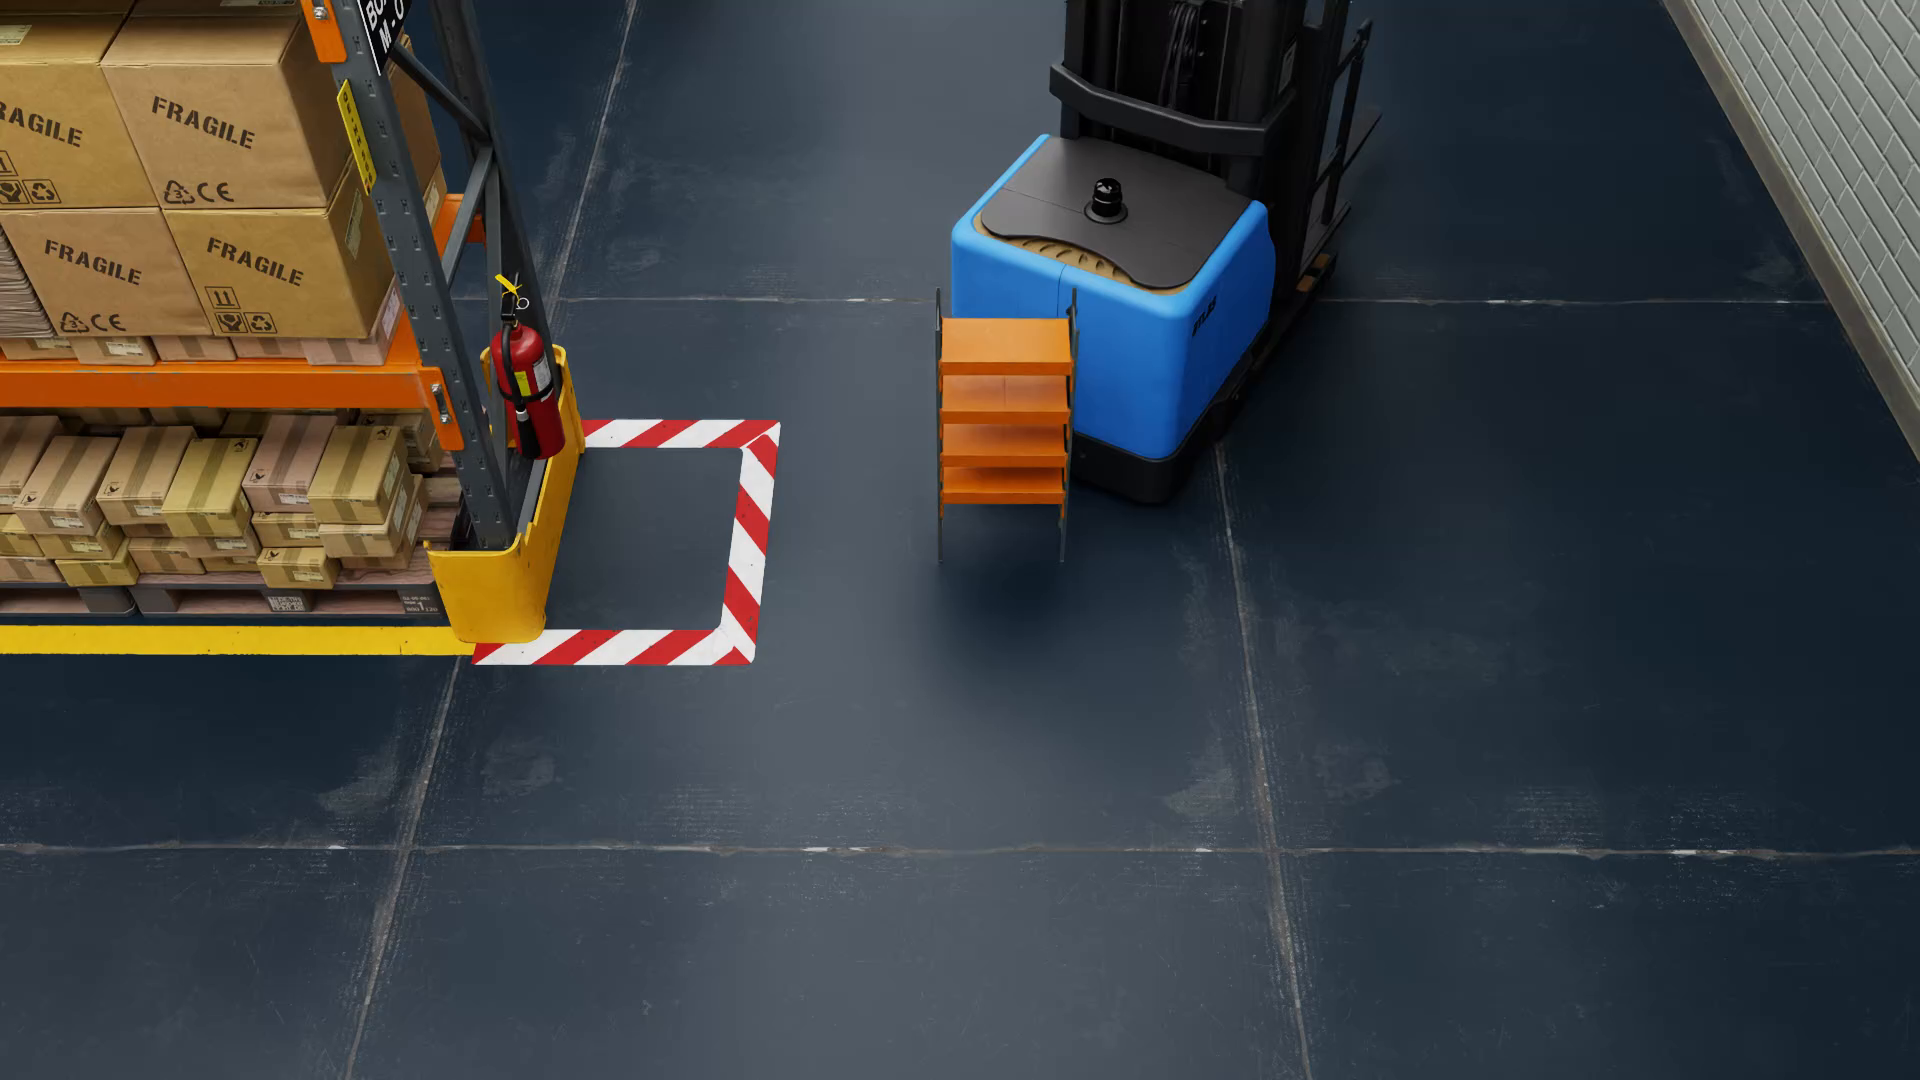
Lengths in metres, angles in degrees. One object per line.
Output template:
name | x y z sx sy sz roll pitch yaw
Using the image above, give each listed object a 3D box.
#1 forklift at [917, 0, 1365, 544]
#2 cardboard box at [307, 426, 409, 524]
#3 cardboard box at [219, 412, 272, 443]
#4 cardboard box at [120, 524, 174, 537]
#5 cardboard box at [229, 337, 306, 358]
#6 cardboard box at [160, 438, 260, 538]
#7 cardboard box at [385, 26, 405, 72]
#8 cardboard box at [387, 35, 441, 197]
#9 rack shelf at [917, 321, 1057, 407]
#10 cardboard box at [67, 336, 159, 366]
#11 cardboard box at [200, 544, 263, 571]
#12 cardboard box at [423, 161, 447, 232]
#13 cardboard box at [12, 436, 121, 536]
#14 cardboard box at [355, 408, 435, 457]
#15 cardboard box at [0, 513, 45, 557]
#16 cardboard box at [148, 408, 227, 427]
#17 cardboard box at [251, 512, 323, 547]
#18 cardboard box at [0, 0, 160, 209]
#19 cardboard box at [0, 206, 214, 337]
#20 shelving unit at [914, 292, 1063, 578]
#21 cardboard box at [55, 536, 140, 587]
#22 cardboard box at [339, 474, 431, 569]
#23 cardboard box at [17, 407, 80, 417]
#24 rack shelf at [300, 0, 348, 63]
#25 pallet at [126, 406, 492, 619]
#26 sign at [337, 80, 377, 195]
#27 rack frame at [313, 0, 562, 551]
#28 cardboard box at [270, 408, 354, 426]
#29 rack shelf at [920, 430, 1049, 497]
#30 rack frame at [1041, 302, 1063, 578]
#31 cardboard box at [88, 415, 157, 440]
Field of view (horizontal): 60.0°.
forklift | 0.991 -2.058 6.663 1.130 2.935 3.031 23 51 20
cardboard box | -2.234 -0.245 6.183 0.250 0.149 0.380 1 47 1
cardboard box | -2.746 -0.495 6.619 0.250 0.149 0.380 1 47 1
cardboard box | -3.021 -0.196 6.341 0.250 0.149 0.380 0 47 0
cardboard box | -2.280 -0.791 5.609 0.250 0.149 0.380 0 47 0
cardboard box | -2.745 -0.195 6.137 0.250 0.149 0.380 -1 47 -1
cardboard box | -2.152 -1.726 5.353 0.500 0.500 0.500 0 47 0
cardboard box | -2.152 -1.393 5.726 0.500 0.500 0.500 2 47 2
rack shelf | 0.102 -0.635 5.984 0.480 0.148 0.258 5 47 5
cardboard box | -2.786 -0.764 5.584 0.250 0.149 0.380 1 47 1
cardboard box | -2.753 -0.065 6.422 0.250 0.149 0.380 0 47 0
cardboard box | -2.027 -1.210 5.998 0.250 0.149 0.380 0 47 0
cardboard box | -3.272 -0.202 6.143 0.250 0.149 0.380 2 47 2
cardboard box | -2.227 -0.517 6.639 0.250 0.149 0.380 2 47 2
cardboard box | -3.527 -0.126 6.276 0.250 0.149 0.380 2 47 2
cardboard box | -3.003 -0.626 6.538 0.250 0.149 0.380 -2 47 -2
cardboard box | -2.494 -0.160 6.307 0.250 0.149 0.380 -1 47 -1
cardboard box | -2.669 -1.351 5.004 0.500 0.500 0.500 -1 47 -1
cardboard box | -2.669 -1.008 5.367 0.500 0.500 0.500 -1 47 0
shelving unit | 0.102 -0.367 6.272 0.503 1.200 0.258 5 47 5
cardboard box | -3.255 -0.011 6.372 0.250 0.149 0.380 -2 47 -2
cardboard box | -2.231 -0.075 6.431 0.250 0.149 0.380 1 47 1
cardboard box | -3.543 -0.668 6.577 0.250 0.149 0.380 1 47 1
rack shelf | -3.704 -1.837 4.853 4.000 0.370 1.077 0 47 0
pallet | -2.592 -0.133 6.729 1.213 0.211 1.003 0 47 0
sign | -1.726 -1.150 4.765 0.005 0.325 0.100 0 47 0
rack frame | -1.704 -1.054 5.682 0.127 3.000 1.000 0 47 0
cardboard box | -2.503 -0.592 6.506 0.250 0.149 0.380 1 47 1
rack shelf | 0.102 -0.321 6.321 0.480 0.148 0.258 5 47 5
rack frame | 0.345 -0.346 6.252 0.015 1.200 0.240 5 47 5
cardboard box | -3.268 -0.506 6.629 0.250 0.149 0.380 -2 47 -2
